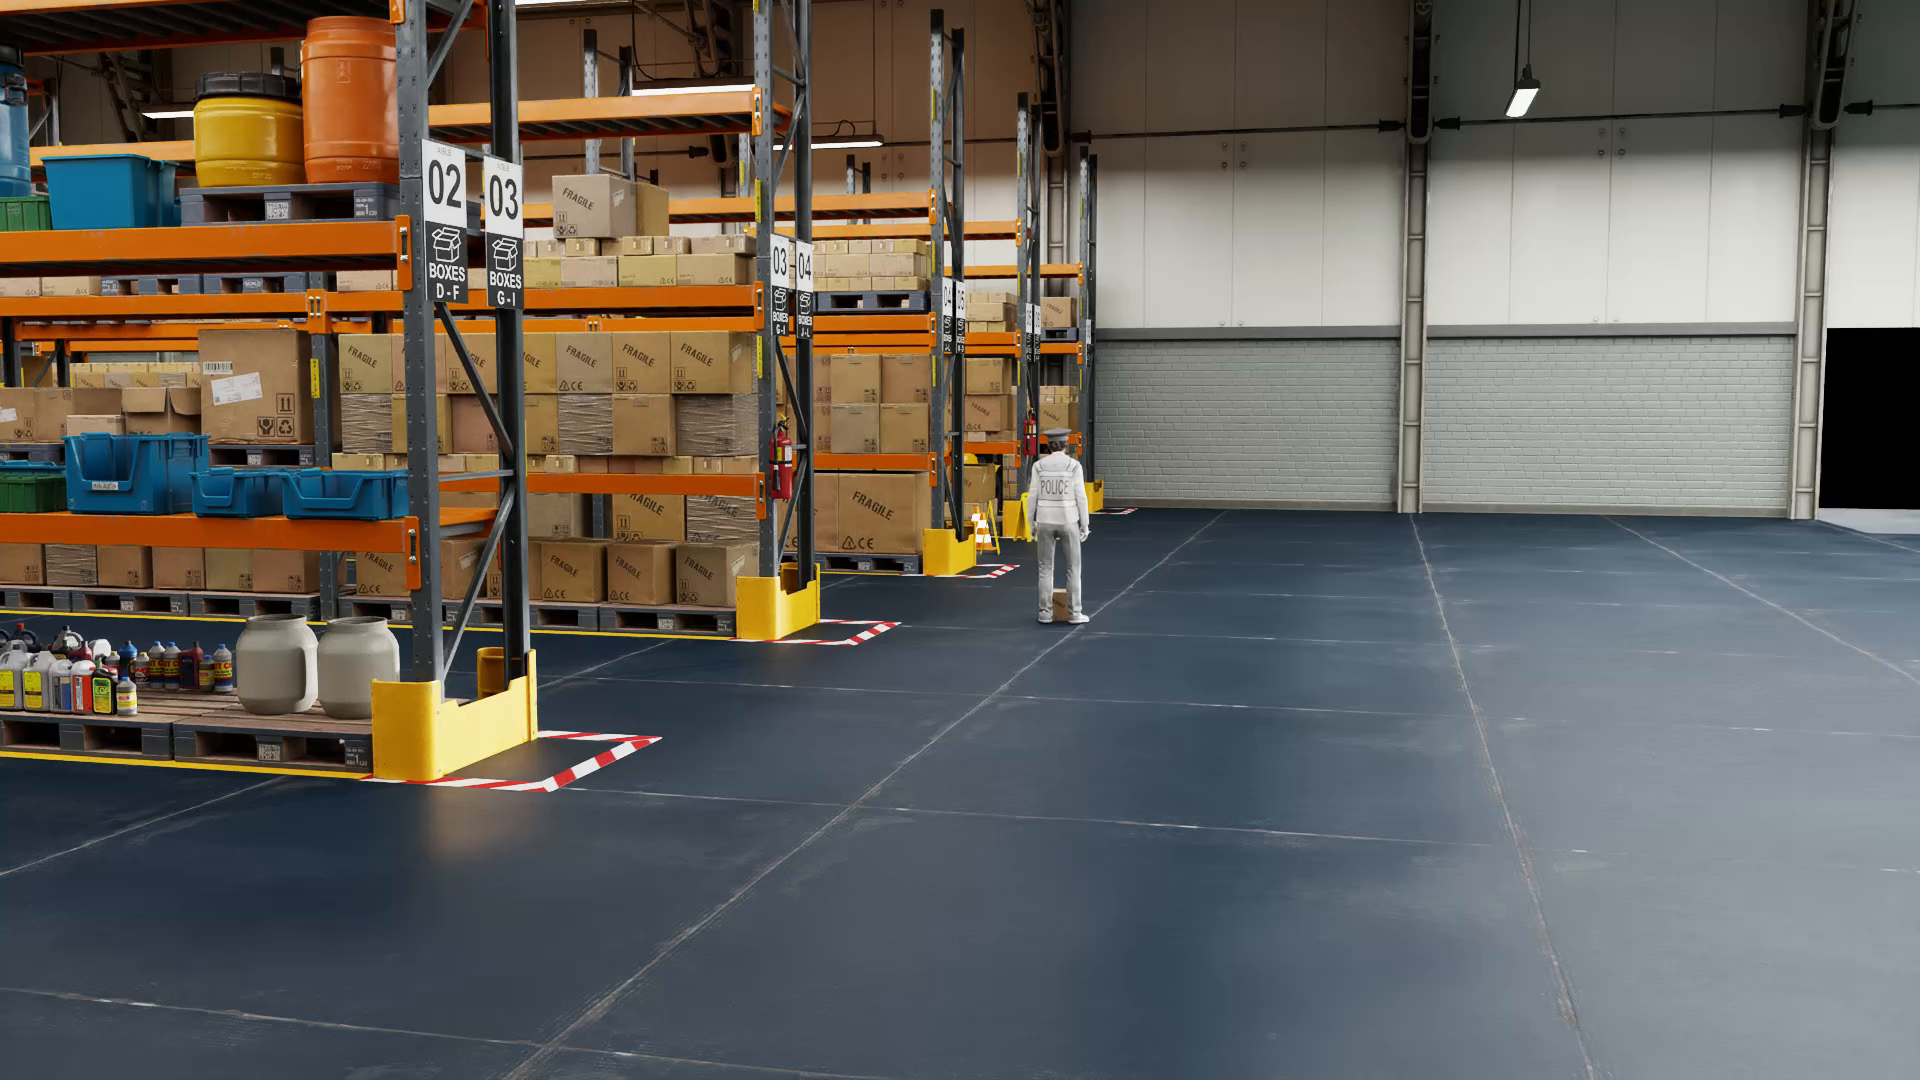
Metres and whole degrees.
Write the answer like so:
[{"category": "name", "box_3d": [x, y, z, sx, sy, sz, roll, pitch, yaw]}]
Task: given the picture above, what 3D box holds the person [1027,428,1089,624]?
[{"category": "person", "box_3d": [0.834, -0.120, 14.139, 0.529, 1.663, 0.372, 1, 5, 14]}]
